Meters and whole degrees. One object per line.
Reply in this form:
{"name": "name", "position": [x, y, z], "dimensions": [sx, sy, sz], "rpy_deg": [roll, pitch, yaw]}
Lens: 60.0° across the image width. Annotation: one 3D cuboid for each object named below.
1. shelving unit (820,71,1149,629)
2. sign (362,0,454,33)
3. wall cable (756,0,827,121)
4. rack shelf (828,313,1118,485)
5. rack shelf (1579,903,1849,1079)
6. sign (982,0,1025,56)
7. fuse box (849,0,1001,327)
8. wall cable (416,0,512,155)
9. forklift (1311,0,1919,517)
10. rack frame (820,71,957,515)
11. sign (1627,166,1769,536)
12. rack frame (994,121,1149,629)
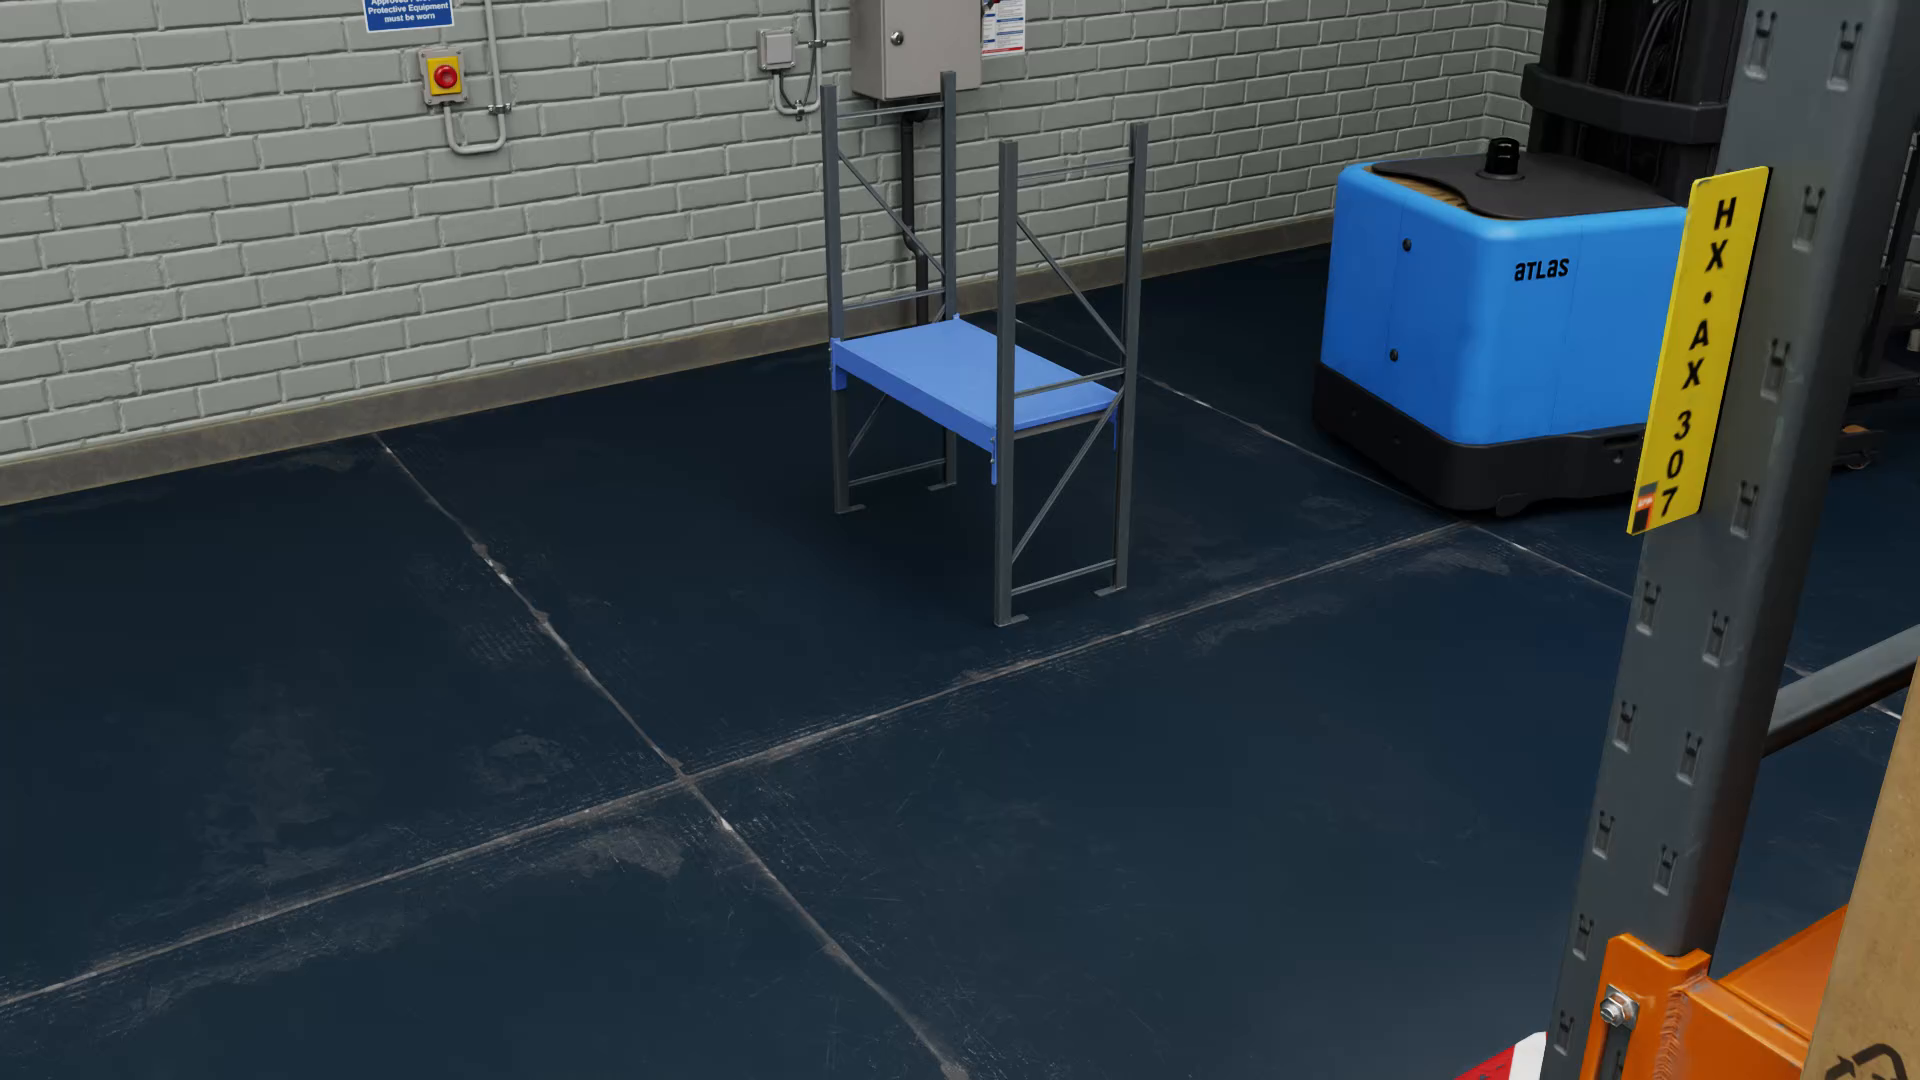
{"name": "shelving unit", "position": [0.047, -0.648, 5.365], "dimensions": [0.538, 1.500, 1.048], "rpy_deg": [-16, 29, -30]}
{"name": "sign", "position": [-2.051, -2.007, 6.171], "dimensions": [0.327, 0.218, 0.001], "rpy_deg": [-16, 29, -30]}
{"name": "wall cable", "position": [-0.795, -2.668, 6.698], "dimensions": [0.588, 1.984, 0.122], "rpy_deg": [-16, 29, -30]}
{"name": "rack shelf", "position": [0.047, -0.485, 5.442], "dimensions": [0.538, 0.185, 1.000], "rpy_deg": [-16, 29, -30]}
{"name": "rack shelf", "position": [2.212, 1.178, 0.583], "dimensions": [1.077, 0.370, 4.000], "rpy_deg": [-16, 29, -30]}
{"name": "sign", "position": [0.163, -2.457, 7.553], "dimensions": [0.329, 0.494, 0.001], "rpy_deg": [-16, 29, -30]}
{"name": "fuse box", "position": [-0.138, -1.729, 7.407], "dimensions": [0.539, 1.711, 0.414], "rpy_deg": [-16, 29, -30]}
{"name": "wall cable", "position": [-1.977, -2.348, 5.982], "dimensions": [0.585, 1.953, 0.123], "rpy_deg": [-16, 29, -30]}
{"name": "forklift", "position": [2.970, -1.770, 6.066], "dimensions": [3.031, 2.935, 1.130], "rpy_deg": [-8, 27, -17]}
{"name": "rack frame", "position": [-0.231, -0.830, 5.750], "dimensions": [0.500, 1.500, 0.032], "rpy_deg": [-16, 29, -30]}
{"name": "sign", "position": [0.652, -0.163, 1.474], "dimensions": [0.100, 0.325, 0.005], "rpy_deg": [-16, 29, -30]}
{"name": "rack frame", "position": [0.324, -0.466, 4.980], "dimensions": [0.500, 1.500, 0.032], "rpy_deg": [-16, 29, -30]}
